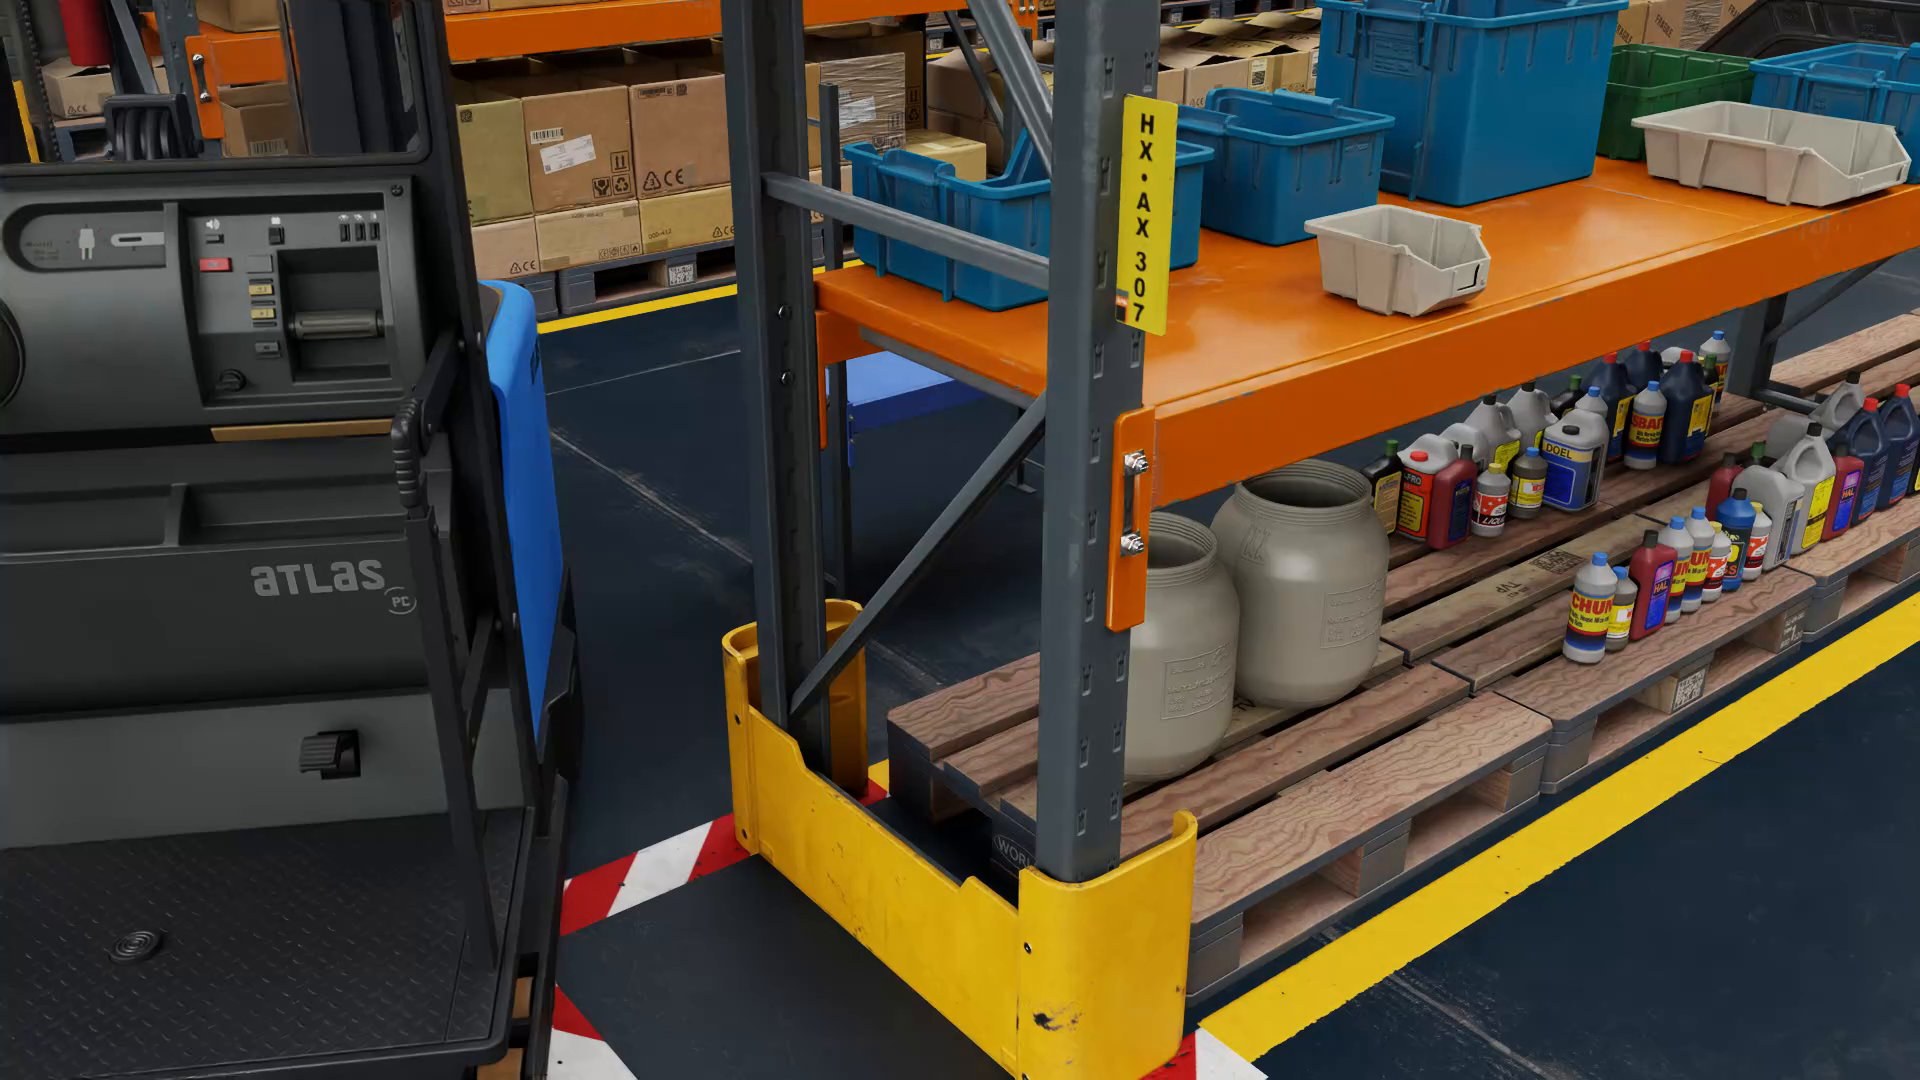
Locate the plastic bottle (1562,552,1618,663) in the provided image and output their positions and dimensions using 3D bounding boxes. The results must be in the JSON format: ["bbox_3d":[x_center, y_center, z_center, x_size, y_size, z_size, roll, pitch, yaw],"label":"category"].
[{"bbox_3d":[1.543,0.159,4.063,0.097,0.271,0.097,0,25,0],"label":"plastic bottle"}]

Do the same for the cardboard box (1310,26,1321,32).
[{"bbox_3d":[2.501,-3.074,10.413,0.500,0.311,0.500,-19,31,-35],"label":"cardboard box"}]

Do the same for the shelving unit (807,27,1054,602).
[{"bbox_3d":[-0.067,-0.658,4.887,1.048,1.500,0.538,-18,31,-34],"label":"shelving unit"}]

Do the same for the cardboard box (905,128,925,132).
[{"bbox_3d":[-0.534,-2.116,9.013,0.500,0.250,0.500,-18,31,-34],"label":"cardboard box"}]

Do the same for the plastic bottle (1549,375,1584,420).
[{"bbox_3d":[1.876,-0.368,5.183,0.133,0.283,0.061,-17,30,-32],"label":"plastic bottle"}]

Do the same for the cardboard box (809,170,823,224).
[{"bbox_3d":[-0.996,-1.682,8.078,0.500,0.250,0.500,-18,31,-34],"label":"cardboard box"}]

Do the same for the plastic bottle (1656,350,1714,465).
[{"bbox_3d":[2.270,-0.429,5.235,0.185,0.351,0.144,-18,31,-34],"label":"plastic bottle"}]

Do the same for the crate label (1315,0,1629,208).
[{"bbox_3d":[1.206,-1.095,4.005,0.616,0.435,0.502,-18,31,-34],"label":"crate label"}]

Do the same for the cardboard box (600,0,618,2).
[{"bbox_3d":[-1.538,-2.719,7.427,0.500,0.500,0.700,-17,30,-33],"label":"cardboard box"}]

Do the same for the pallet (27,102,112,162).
[{"bbox_3d":[-5.468,-2.748,10.920,1.213,0.211,1.003,-18,31,-34],"label":"pallet"}]

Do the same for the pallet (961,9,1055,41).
[{"bbox_3d":[0.773,-4.787,15.313,1.213,0.211,1.003,-18,31,-34],"label":"pallet"}]

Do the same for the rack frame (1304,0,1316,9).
[{"bbox_3d":[3.254,-6.911,16.577,0.127,3.000,1.000,-18,31,-34],"label":"rack frame"}]

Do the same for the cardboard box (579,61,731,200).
[{"bbox_3d":[-1.388,-1.891,7.639,0.500,0.500,0.500,-18,31,-34],"label":"cardboard box"}]

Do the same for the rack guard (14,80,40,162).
[{"bbox_3d":[-6.129,-2.679,10.430,0.348,0.500,1.175,-18,31,-34],"label":"rack guard"}]

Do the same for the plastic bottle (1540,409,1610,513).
[{"bbox_3d":[1.809,-0.241,4.918,0.135,0.276,0.152,-18,31,-34],"label":"plastic bottle"}]

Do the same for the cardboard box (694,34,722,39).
[{"bbox_3d":[-2.097,-4.246,13.282,0.500,0.500,0.700,-19,31,-35],"label":"cardboard box"}]

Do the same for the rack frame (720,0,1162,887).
[{"bbox_3d":[-0.076,-0.512,2.789,0.127,3.000,1.000,-18,31,-34],"label":"rack frame"}]

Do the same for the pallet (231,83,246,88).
[{"bbox_3d":[-4.509,-3.063,11.599,1.213,0.211,1.003,-18,31,-34],"label":"pallet"}]

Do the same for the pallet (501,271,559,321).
[{"bbox_3d":[-2.553,-1.101,7.372,1.213,0.211,1.003,-18,31,-34],"label":"pallet"}]

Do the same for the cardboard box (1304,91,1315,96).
[{"bbox_3d":[2.101,-2.693,10.256,0.500,0.250,0.500,-17,30,-33],"label":"cardboard box"}]

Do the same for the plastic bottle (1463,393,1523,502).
[{"bbox_3d":[1.551,-0.269,4.890,0.185,0.351,0.144,-17,30,-32],"label":"plastic bottle"}]

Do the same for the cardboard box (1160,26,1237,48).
[{"bbox_3d":[1.358,-2.986,10.222,0.500,0.311,0.500,-19,31,-35],"label":"cardboard box"}]

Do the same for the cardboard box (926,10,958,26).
[{"bbox_3d":[-0.428,-4.733,14.332,0.500,0.500,0.700,-18,30,-33],"label":"cardboard box"}]

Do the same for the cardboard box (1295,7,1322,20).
[{"bbox_3d":[2.573,-3.390,11.094,0.500,0.311,0.500,-17,30,-32],"label":"cardboard box"}]

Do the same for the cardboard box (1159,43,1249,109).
[{"bbox_3d":[1.301,-2.678,9.559,0.500,0.311,0.500,-19,31,-36],"label":"cardboard box"}]

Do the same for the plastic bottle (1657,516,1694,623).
[{"bbox_3d":[1.813,0.070,4.255,0.097,0.271,0.097,0,25,0],"label":"plastic bottle"}]

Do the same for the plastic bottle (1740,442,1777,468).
[{"bbox_3d":[2.254,-0.149,4.712,0.133,0.283,0.061,-18,31,-34],"label":"plastic bottle"}]

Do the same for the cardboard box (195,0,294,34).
[{"bbox_3d":[-2.754,-2.316,6.558,0.500,0.500,0.700,-18,31,-34],"label":"cardboard box"}]

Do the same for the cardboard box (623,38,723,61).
[{"bbox_3d":[-1.327,-2.199,8.302,0.500,0.500,0.500,-18,31,-34],"label":"cardboard box"}]

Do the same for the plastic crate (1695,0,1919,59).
[{"bbox_3d":[2.581,-1.429,4.839,0.504,0.338,0.767,-18,31,-34],"label":"plastic crate"}]

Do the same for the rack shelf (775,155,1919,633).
[{"bbox_3d":[1.498,-0.705,4.060,4.000,0.370,1.077,-18,31,-34],"label":"rack shelf"}]

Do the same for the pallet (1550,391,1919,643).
[{"bbox_3d":[2.518,-0.125,5.269,1.213,0.211,1.003,-18,31,-34],"label":"pallet"}]

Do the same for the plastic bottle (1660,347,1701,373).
[{"bbox_3d":[2.313,-0.484,5.443,0.135,0.276,0.152,-17,30,-32],"label":"plastic bottle"}]

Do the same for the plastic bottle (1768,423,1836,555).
[{"bbox_3d":[2.338,-0.152,4.639,0.185,0.351,0.144,-18,31,-34],"label":"plastic bottle"}]

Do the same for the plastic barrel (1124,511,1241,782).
[{"bbox_3d":[0.395,0.230,3.647,0.421,0.512,0.421,0,25,0],"label":"plastic barrel"}]

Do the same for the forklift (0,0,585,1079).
[{"bbox_3d":[-1.338,-0.361,2.547,1.130,2.935,3.031,-4,25,-8],"label":"forklift"}]

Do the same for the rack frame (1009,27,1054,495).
[{"bbox_3d":[0.333,-0.790,5.171,0.032,1.500,0.500,-18,31,-34],"label":"rack frame"}]

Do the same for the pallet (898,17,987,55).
[{"bbox_3d":[-0.510,-4.404,14.489,1.213,0.211,1.003,-18,31,-34],"label":"pallet"}]

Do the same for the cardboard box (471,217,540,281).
[{"bbox_3d":[-2.179,-1.293,7.241,0.500,0.250,0.500,-18,31,-34],"label":"cardboard box"}]

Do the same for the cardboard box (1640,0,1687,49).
[{"bbox_3d":[4.914,-3.725,12.159,0.500,0.500,0.500,-19,31,-36],"label":"cardboard box"}]

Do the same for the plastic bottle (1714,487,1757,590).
[{"bbox_3d":[2.051,-0.009,4.425,0.097,0.271,0.097,0,25,0],"label":"plastic bottle"}]

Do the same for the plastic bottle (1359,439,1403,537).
[{"bbox_3d":[1.180,-0.138,4.688,0.133,0.283,0.061,-17,30,-33],"label":"plastic bottle"}]

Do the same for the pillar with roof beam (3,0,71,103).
[{"bbox_3d":[-3.516,-5.557,6.534,0.400,9.000,9.100,-18,31,-34],"label":"pillar with roof beam"}]

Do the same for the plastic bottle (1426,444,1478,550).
[{"bbox_3d":[1.380,-0.123,4.655,0.133,0.283,0.061,-18,31,-34],"label":"plastic bottle"}]

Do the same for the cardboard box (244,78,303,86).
[{"bbox_3d":[-4.532,-3.331,11.311,0.500,0.500,0.700,-21,32,-37],"label":"cardboard box"}]

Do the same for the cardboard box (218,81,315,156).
[{"bbox_3d":[-2.891,-1.675,7.172,0.500,0.500,0.500,-18,31,-34],"label":"cardboard box"}]

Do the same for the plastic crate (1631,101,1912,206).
[{"bbox_3d":[1.950,-0.925,3.994,0.437,0.136,0.530,-18,31,-34],"label":"plastic crate"}]

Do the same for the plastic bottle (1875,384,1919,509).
[{"bbox_3d":[2.743,-0.286,4.927,0.185,0.351,0.144,-19,31,-35],"label":"plastic bottle"}]
